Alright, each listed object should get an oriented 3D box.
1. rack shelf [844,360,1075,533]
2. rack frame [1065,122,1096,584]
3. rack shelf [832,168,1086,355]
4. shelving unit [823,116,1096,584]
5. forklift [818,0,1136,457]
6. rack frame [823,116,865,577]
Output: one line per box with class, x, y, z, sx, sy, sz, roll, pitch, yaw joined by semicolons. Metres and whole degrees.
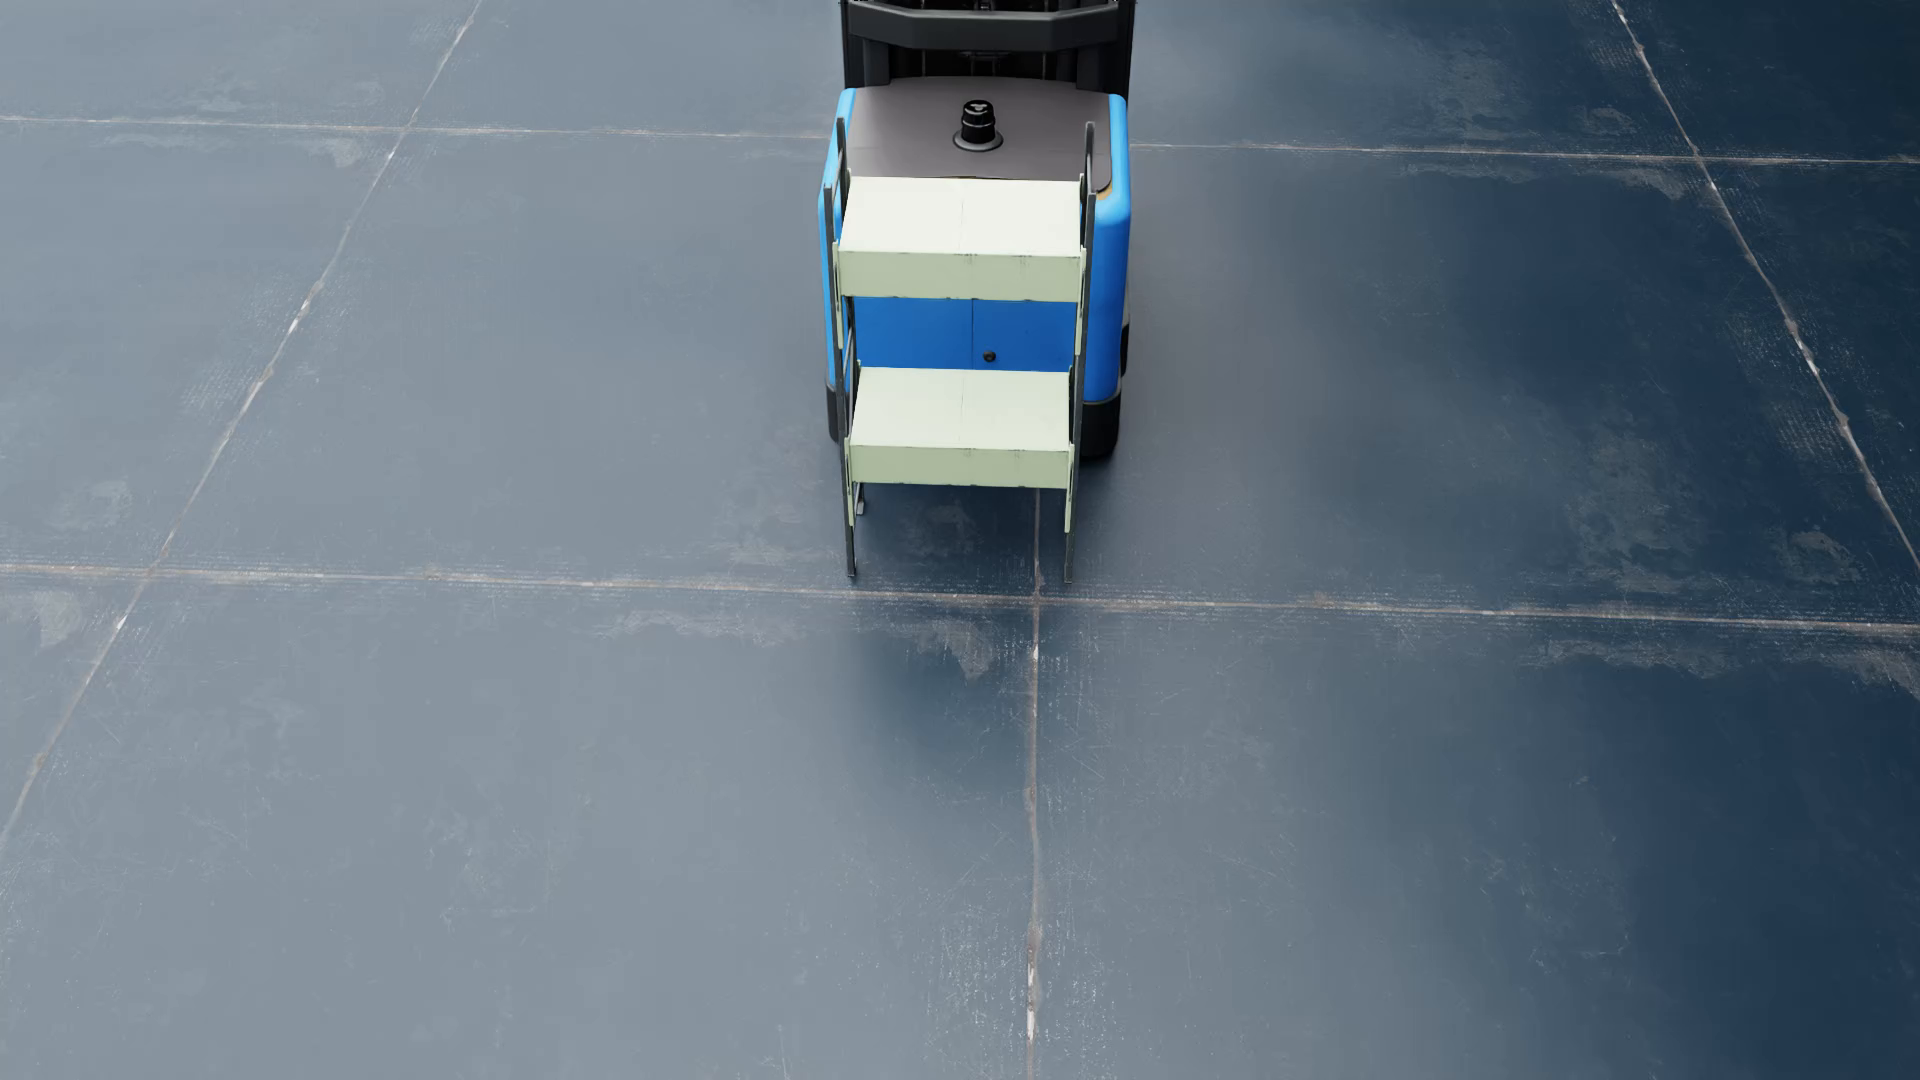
rack shelf;0.007;-0.310;5.461;0.720;0.370;0.431;2;43;2
rack frame;0.372;-0.537;5.227;0.023;1.500;0.400;2;43;2
rack shelf;0.007;-0.834;4.973;0.720;0.370;0.431;2;43;2
shelving unit;0.007;-0.549;5.239;0.755;1.500;0.431;2;43;2
forklift;0.114;-2.363;6.137;1.130;2.935;3.031;2;43;2
rack frame;-0.359;-0.560;5.251;0.023;1.500;0.400;2;43;2
